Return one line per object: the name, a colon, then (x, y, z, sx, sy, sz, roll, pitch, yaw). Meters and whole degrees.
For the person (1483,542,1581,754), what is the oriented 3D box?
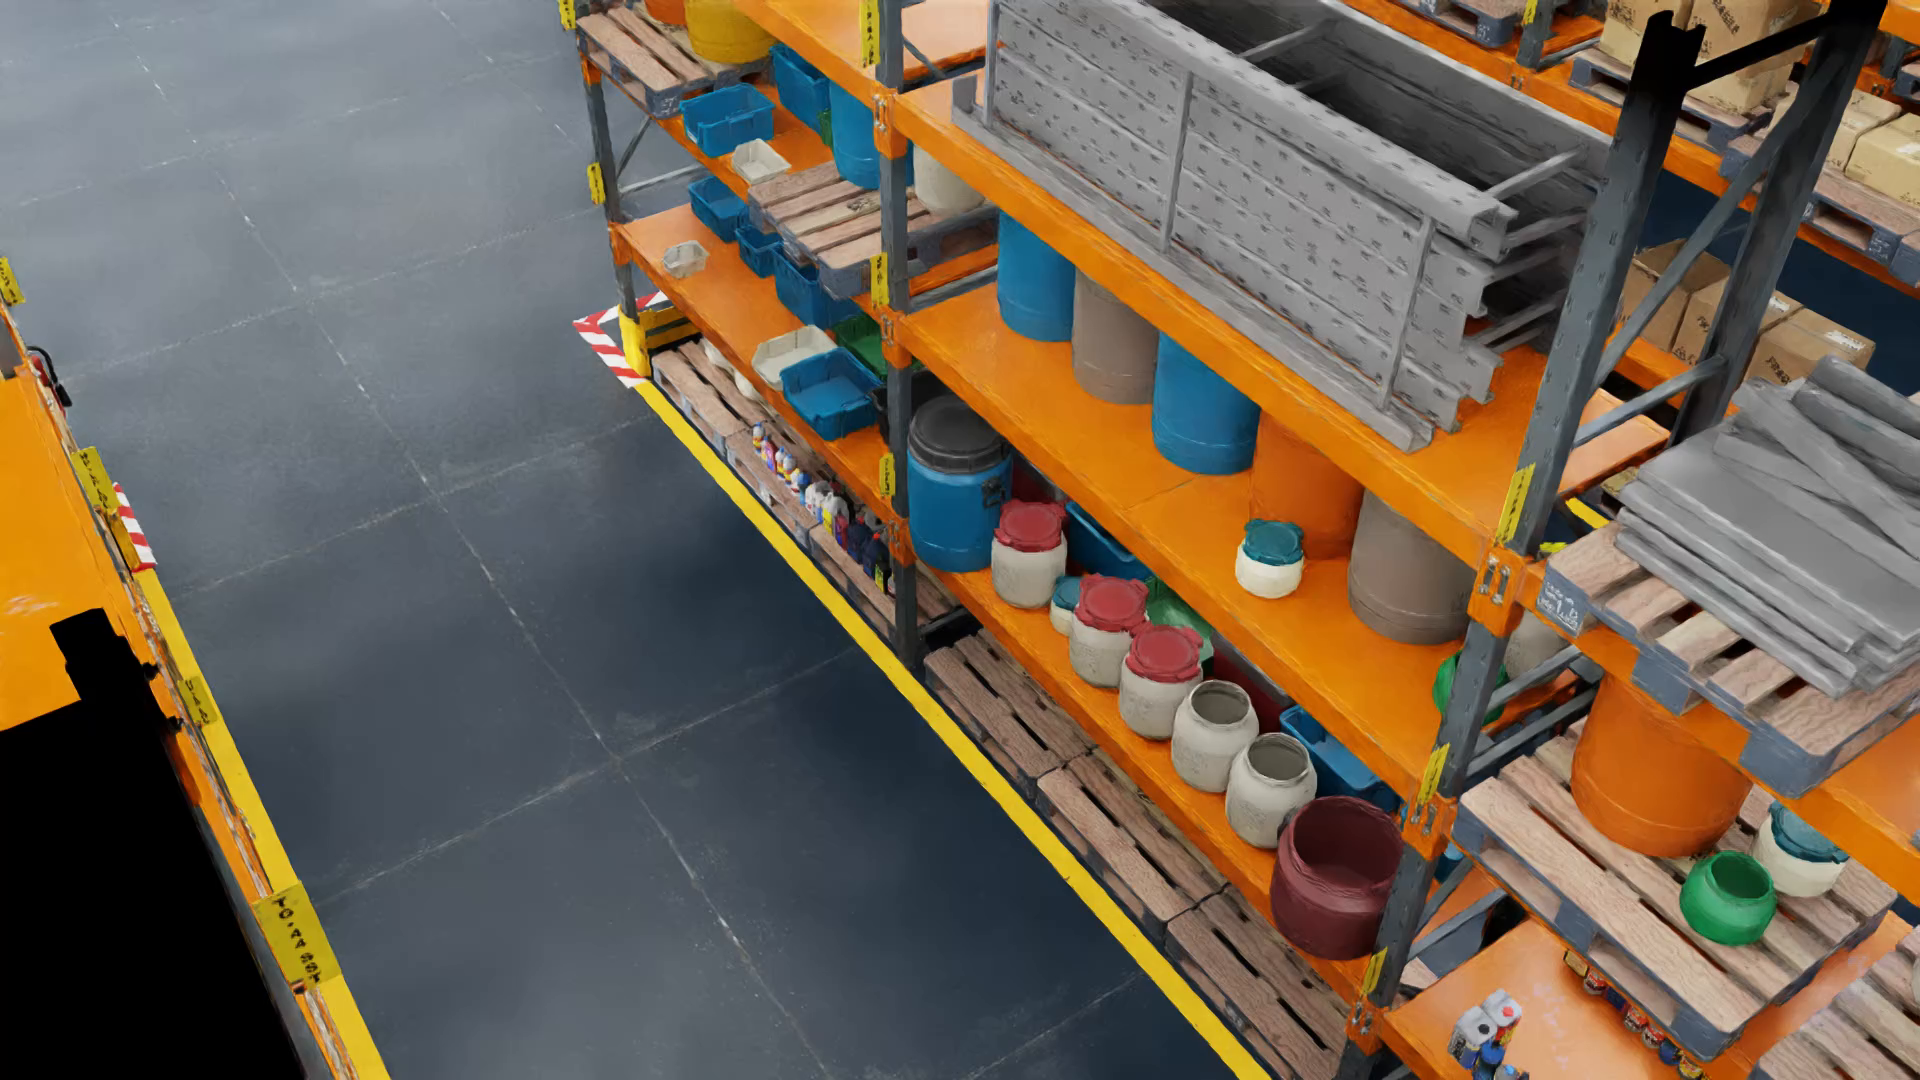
person: (3.394, 0.729, 9.710, 0.738, 1.702, 0.830, -20, 46, -21)
